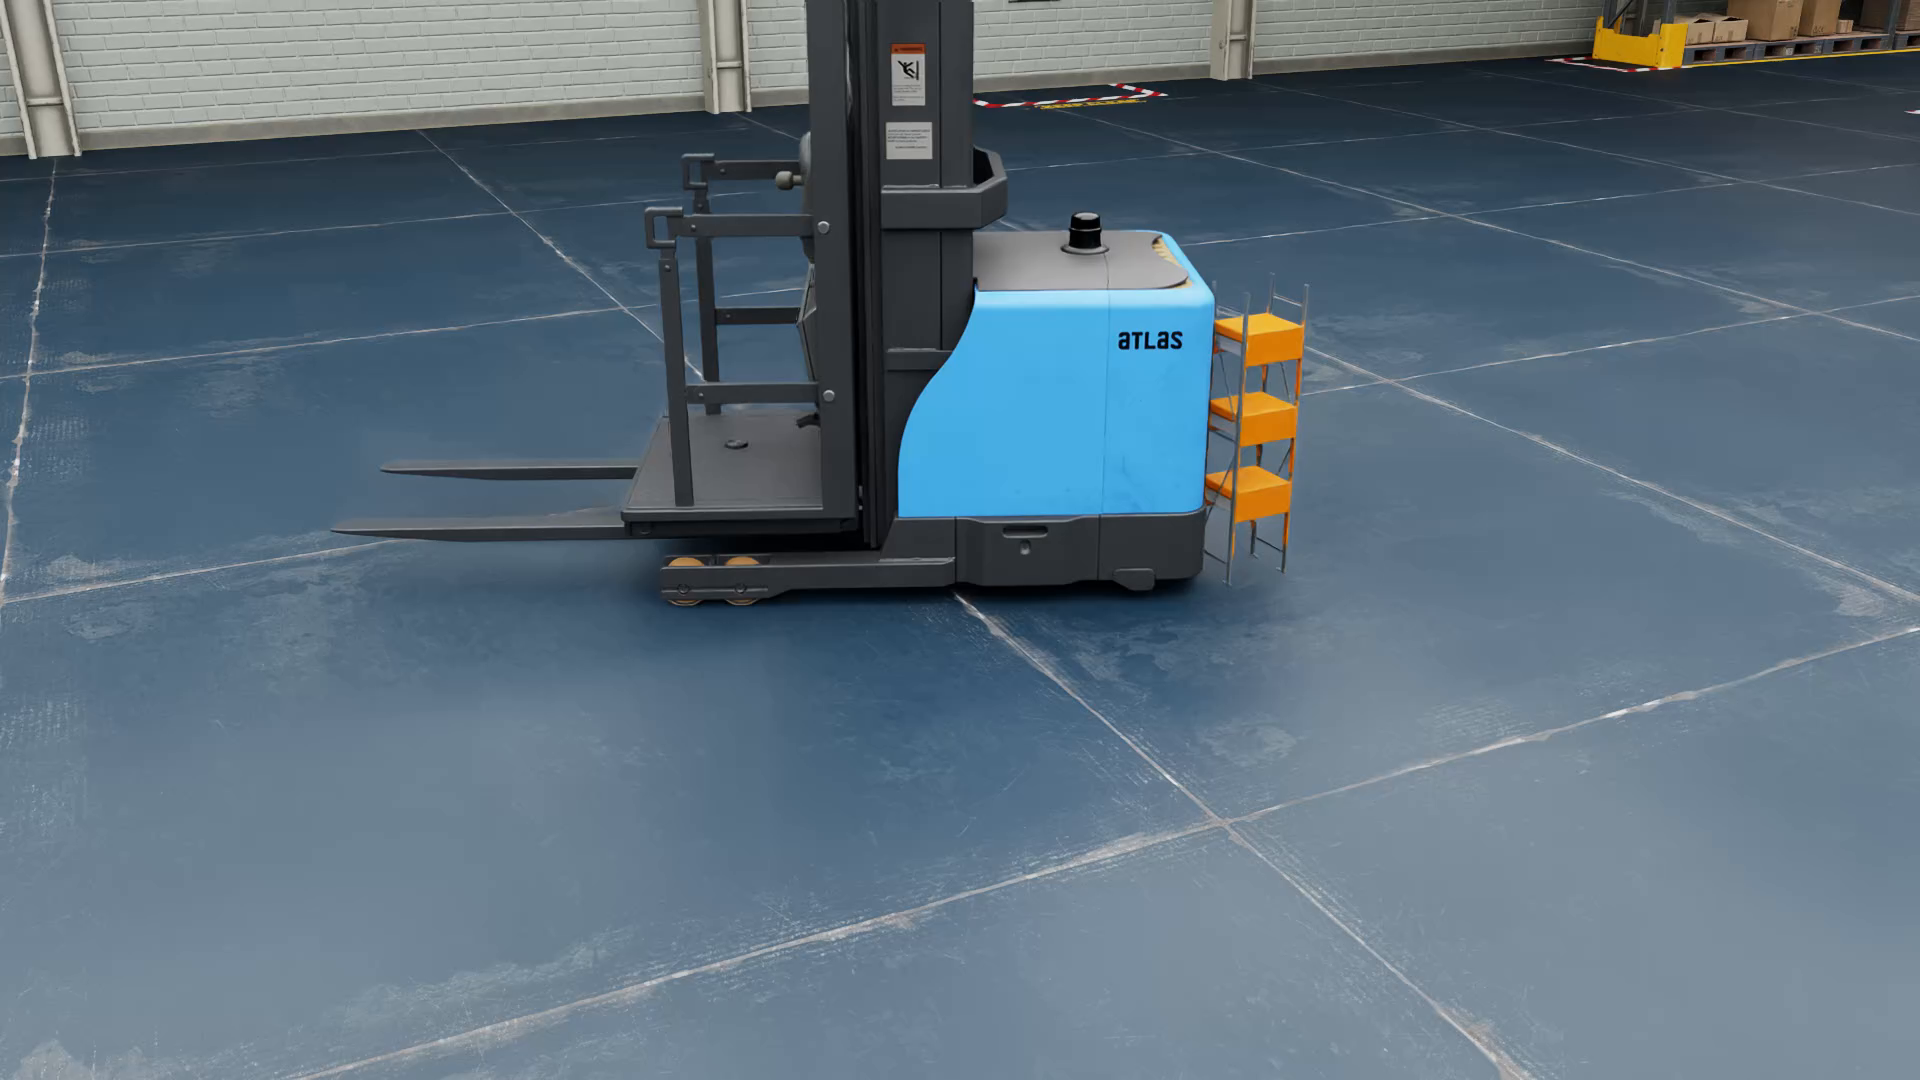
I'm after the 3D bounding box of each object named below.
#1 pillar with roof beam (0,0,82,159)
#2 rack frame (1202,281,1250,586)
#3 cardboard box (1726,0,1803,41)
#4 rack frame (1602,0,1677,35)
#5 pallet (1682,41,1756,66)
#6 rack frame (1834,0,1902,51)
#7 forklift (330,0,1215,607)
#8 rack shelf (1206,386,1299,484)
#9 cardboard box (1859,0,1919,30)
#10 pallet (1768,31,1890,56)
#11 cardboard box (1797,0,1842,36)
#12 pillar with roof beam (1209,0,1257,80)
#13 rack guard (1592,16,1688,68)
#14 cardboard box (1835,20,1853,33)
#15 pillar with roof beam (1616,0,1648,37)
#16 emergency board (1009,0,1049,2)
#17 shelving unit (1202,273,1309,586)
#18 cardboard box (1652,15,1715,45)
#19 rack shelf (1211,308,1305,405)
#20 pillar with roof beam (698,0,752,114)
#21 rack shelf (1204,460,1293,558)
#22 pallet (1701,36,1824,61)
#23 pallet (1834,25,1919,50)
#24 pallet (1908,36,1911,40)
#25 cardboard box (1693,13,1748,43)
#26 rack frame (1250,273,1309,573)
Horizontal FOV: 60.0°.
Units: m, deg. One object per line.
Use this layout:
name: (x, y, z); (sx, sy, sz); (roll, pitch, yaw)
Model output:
pillar with roof beam: (-5.855, -5.966, 8.898); (0.400, 9.000, 9.100); (-10, 25, -24)
rack frame: (0.903, -0.357, 5.740); (0.008, 1.050, 0.200); (-11, 25, -25)
cardboard box: (10.100, -6.581, 20.919); (0.500, 0.500, 0.700); (-12, 25, -27)
rack frame: (8.241, -7.250, 19.842); (0.127, 3.000, 1.000); (-10, 25, -24)
pallet: (9.057, -6.096, 20.702); (1.213, 0.211, 1.003); (-10, 25, -24)
rack frame: (11.845, -7.913, 21.445); (0.127, 3.000, 1.000); (-10, 25, -24)
forklift: (-0.680, -1.332, 5.636); (3.031, 2.935, 1.130); (-1, 23, -2)
rack shelf: (1.011, -0.369, 5.796); (0.240, 0.259, 0.215); (-11, 25, -25)
cardboard box: (12.501, -7.089, 22.148); (0.500, 0.500, 0.700); (-10, 24, -22)
pallet: (11.256, -6.501, 21.680); (1.213, 0.211, 1.003); (-10, 25, -24)
cardboard box: (10.928, -6.776, 21.390); (0.500, 0.500, 0.500); (-12, 26, -28)
pillar with roof beam: (4.958, -7.957, 13.707); (0.400, 9.000, 9.100); (-10, 25, -24)
rack guard: (8.310, -6.107, 20.351); (0.348, 0.500, 1.175); (-10, 25, -24)
cardboard box: (11.376, -6.708, 21.663); (0.250, 0.166, 0.380); (-14, 26, -30)
pillar with roof beam: (10.364, -8.952, 16.111); (0.400, 9.000, 9.100); (-10, 25, -24)
emergency board: (0.831, -6.277, 17.492); (0.626, 1.169, 0.157); (-10, 25, -24)
shelving unit: (1.011, -0.379, 5.792); (0.252, 1.050, 0.215); (-11, 25, -25)
cardboard box: (8.904, -6.294, 20.475); (0.500, 0.311, 0.500); (-14, 26, -30)
rack shelf: (1.011, -0.631, 5.688); (0.240, 0.259, 0.215); (-11, 25, -25)
pillar with roof beam: (-0.449, -6.962, 11.303); (0.400, 9.000, 9.100); (-10, 25, -24)
rack shelf: (1.011, -0.112, 5.903); (0.240, 0.259, 0.215); (-11, 25, -25)
pallet: (10.155, -6.297, 21.187); (1.213, 0.211, 1.003); (-10, 25, -24)
pallet: (12.546, -6.754, 22.292); (1.213, 0.211, 1.003); (-10, 25, -24)
pallet: (13.647, -6.958, 22.784); (1.213, 0.211, 1.003); (-10, 25, -24)
cardboard box: (9.417, -6.389, 20.703); (0.500, 0.311, 0.500); (-8, 24, -19)
rack frame: (1.119, -0.401, 5.845); (0.008, 1.050, 0.200); (-11, 25, -25)
